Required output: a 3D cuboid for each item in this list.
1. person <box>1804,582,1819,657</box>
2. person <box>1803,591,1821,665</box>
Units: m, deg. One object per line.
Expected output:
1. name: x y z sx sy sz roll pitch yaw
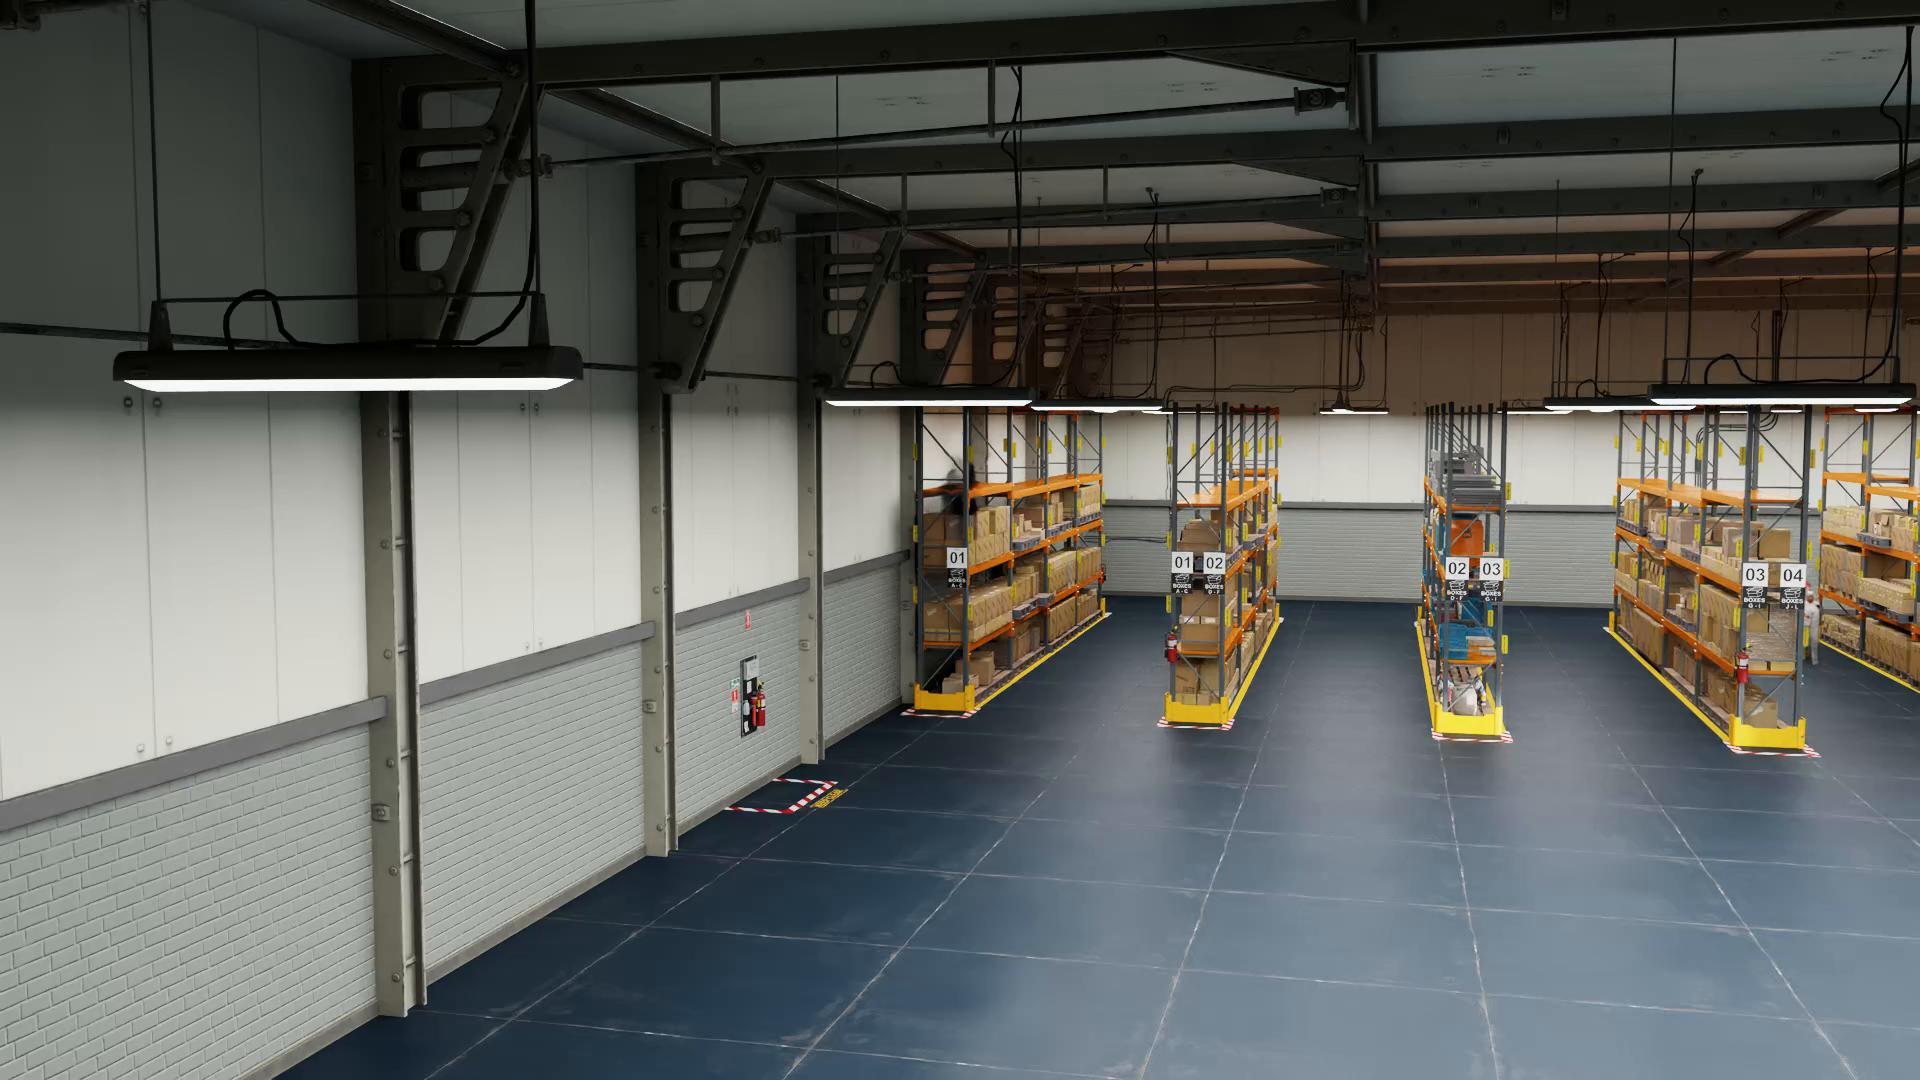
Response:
1. person: 20.291 1.886 39.978 0.690 1.761 0.885 1 4 12
2. person: 19.764 2.019 38.722 0.606 1.687 0.854 1 4 14
